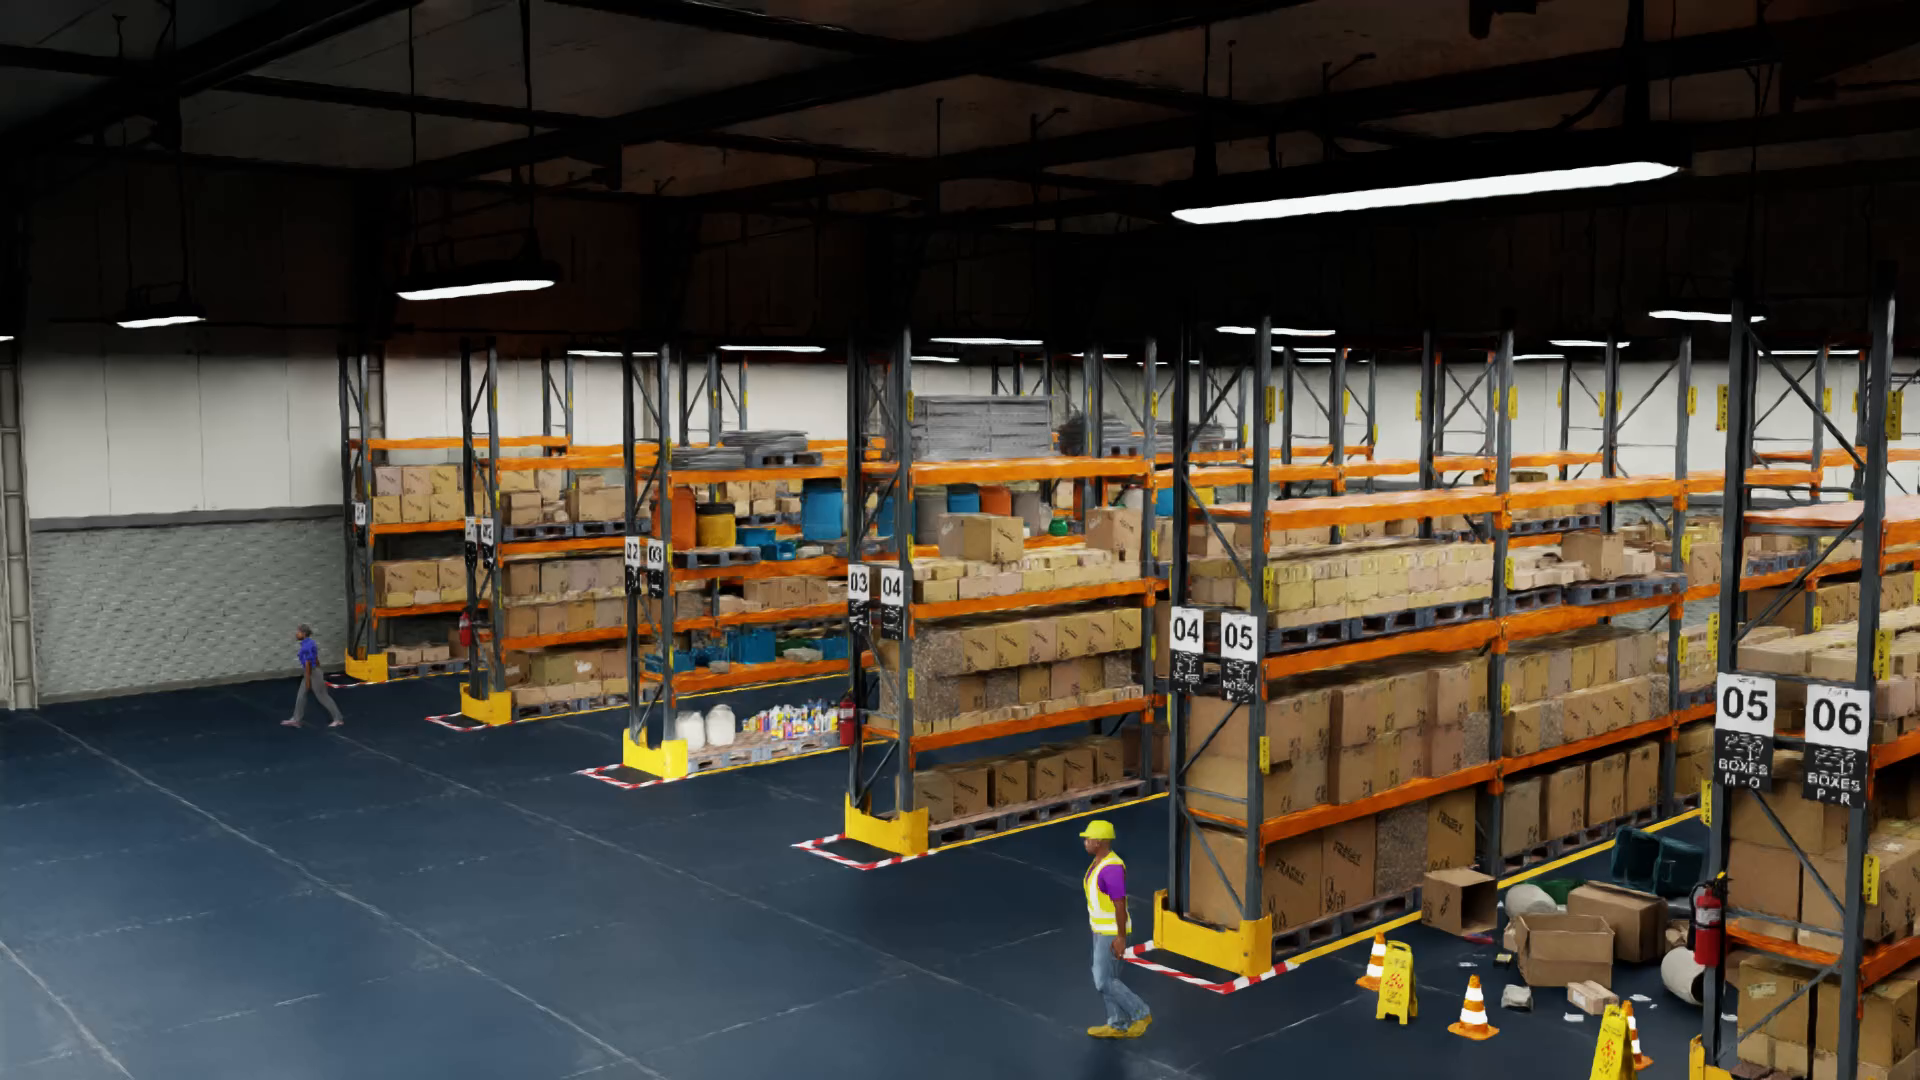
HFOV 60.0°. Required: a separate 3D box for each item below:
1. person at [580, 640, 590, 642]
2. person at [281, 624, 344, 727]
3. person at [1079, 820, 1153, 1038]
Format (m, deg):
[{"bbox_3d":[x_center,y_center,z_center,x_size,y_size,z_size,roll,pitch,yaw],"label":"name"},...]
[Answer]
[{"bbox_3d":[-7.018,1.503,31.103,0.468,1.755,0.586,2,6,22],"label":"person"},{"bbox_3d":[-9.963,2.079,25.512,0.934,1.602,0.492,-2,5,-17],"label":"person"},{"bbox_3d":[1.239,3.107,13.261,0.575,1.759,0.615,0,5,-5],"label":"person"}]
